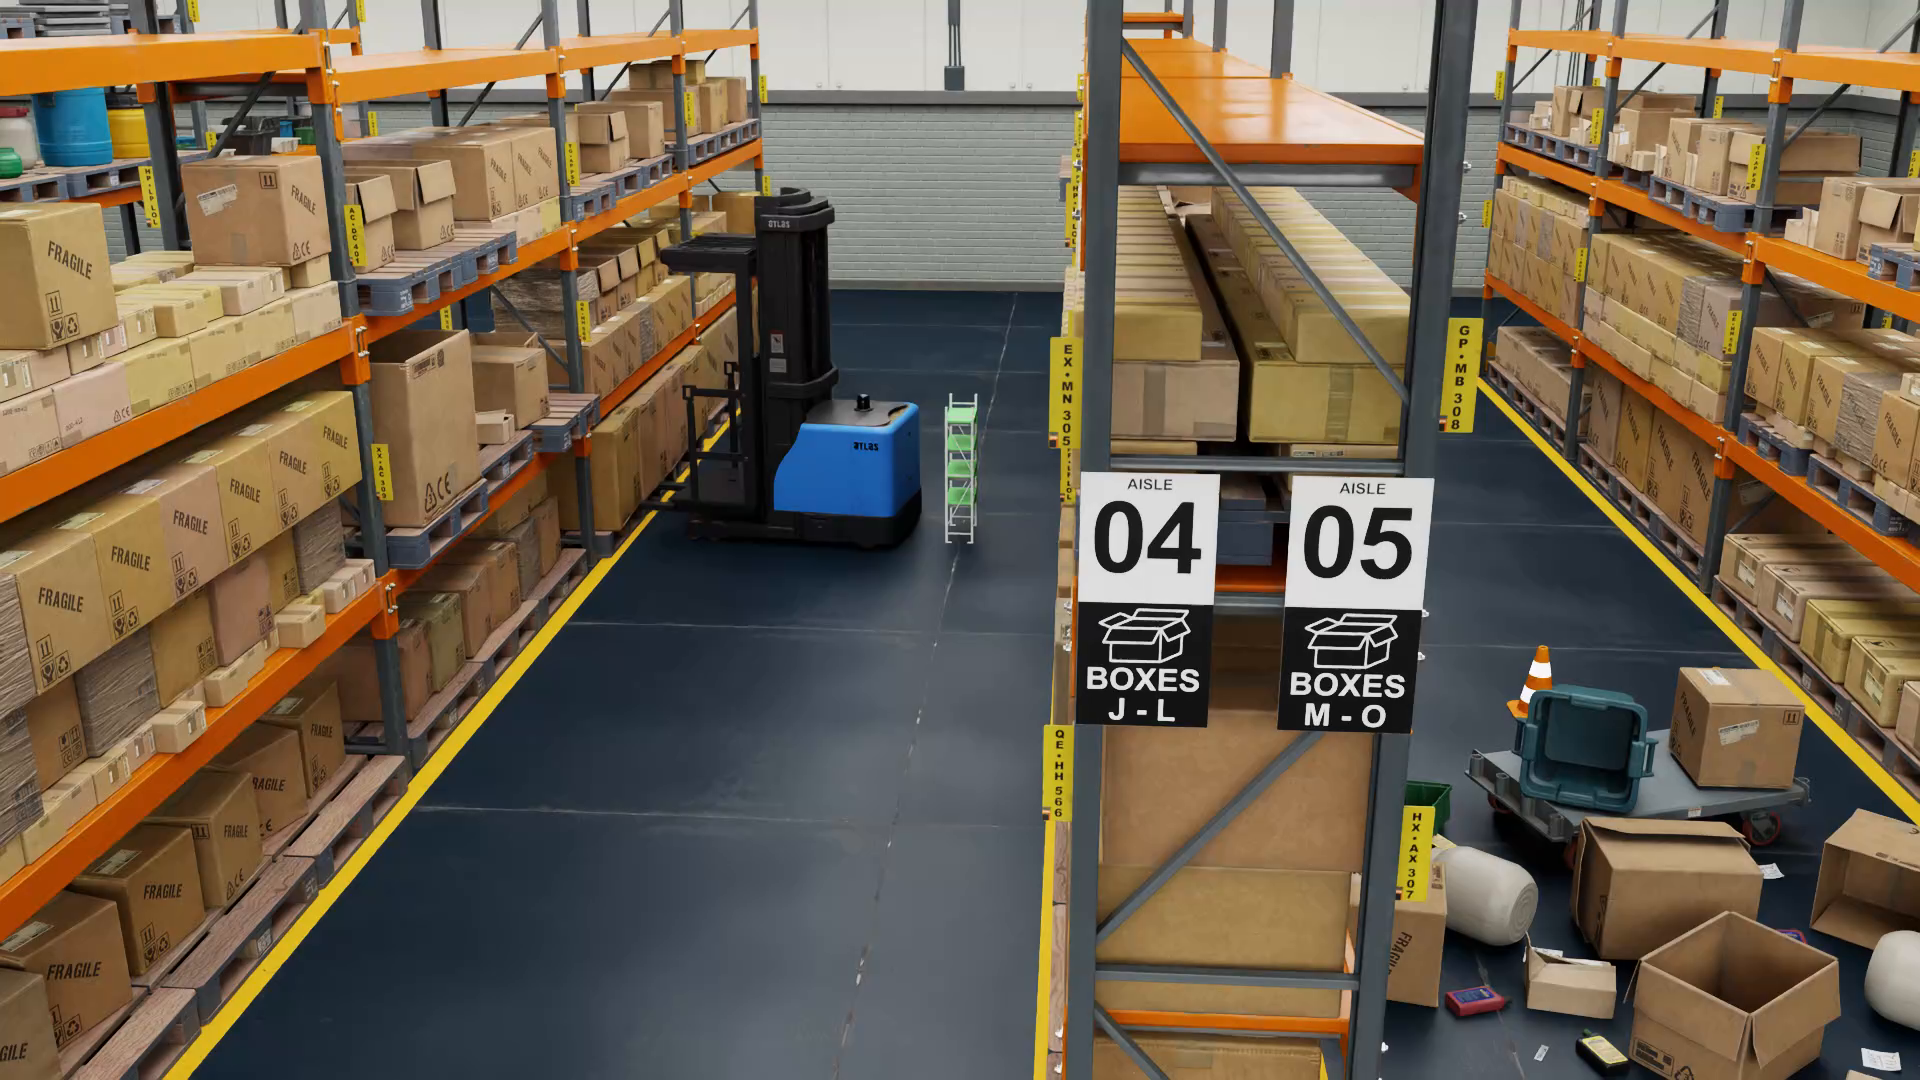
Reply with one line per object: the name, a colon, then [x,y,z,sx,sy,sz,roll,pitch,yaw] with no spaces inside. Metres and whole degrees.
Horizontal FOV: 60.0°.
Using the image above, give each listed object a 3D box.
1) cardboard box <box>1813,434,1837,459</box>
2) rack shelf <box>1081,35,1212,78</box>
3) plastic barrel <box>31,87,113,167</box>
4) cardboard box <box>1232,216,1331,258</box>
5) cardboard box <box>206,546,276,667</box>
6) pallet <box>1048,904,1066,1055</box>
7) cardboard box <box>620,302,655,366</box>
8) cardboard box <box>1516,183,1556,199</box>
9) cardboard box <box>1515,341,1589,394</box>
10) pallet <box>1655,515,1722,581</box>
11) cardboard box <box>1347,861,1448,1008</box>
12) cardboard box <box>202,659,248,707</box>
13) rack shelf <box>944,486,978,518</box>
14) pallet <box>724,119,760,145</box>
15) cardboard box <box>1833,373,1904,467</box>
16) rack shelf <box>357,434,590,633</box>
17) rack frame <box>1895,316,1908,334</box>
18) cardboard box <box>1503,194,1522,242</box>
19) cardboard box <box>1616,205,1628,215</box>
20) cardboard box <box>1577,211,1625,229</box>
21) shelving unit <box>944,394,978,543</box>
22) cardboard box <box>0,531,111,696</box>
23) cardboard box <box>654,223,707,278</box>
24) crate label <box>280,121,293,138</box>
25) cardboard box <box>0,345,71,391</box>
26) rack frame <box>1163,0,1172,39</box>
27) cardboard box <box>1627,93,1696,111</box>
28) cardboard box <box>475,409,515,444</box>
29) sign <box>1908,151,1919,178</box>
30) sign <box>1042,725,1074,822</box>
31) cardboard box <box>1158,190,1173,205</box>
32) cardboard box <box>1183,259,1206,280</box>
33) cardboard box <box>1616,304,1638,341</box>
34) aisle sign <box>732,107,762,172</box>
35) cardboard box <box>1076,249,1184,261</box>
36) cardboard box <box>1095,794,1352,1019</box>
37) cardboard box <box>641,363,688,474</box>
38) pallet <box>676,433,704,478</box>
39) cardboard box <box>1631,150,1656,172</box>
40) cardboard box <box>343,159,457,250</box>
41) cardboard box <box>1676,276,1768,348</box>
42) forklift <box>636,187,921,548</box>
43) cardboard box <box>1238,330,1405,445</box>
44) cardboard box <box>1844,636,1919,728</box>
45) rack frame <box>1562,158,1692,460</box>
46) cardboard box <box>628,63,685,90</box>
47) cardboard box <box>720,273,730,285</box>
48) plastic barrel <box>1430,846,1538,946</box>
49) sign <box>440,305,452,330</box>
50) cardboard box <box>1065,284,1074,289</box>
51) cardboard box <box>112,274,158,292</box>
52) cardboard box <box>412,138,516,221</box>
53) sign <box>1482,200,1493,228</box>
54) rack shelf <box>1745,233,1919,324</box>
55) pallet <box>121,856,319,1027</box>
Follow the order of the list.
cardboard box: [6.058,-0.652,11.326,0.380,0.149,0.250,2,18,7]
rack shelf: [1.565,-4.021,14.040,1.077,0.370,4.000,1,18,4]
plastic barrel: [-8.142,-3.905,15.228,0.600,0.901,0.708,1,18,4]
cardboard box: [1.335,-1.258,6.915,0.380,0.149,0.250,1,18,3]
cardboard box: [-3.906,0.281,8.110,0.875,0.500,0.500,1,18,4]
pallet: [0.917,2.101,7.672,1.003,0.211,1.213,1,18,4]
cardboard box: [-3.107,-1.890,15.213,0.500,0.500,0.500,1,18,4]
cardboard box: [6.556,-3.970,18.913,0.380,0.149,0.250,1,18,2]
cardboard box: [6.935,-1.977,19.079,0.875,0.438,0.875,2,18,5]
pallet: [6.498,0.080,13.839,1.003,0.211,1.213,1,18,4]
cardboard box: [2.047,1.853,7.960,0.500,0.500,0.500,4,19,13]
cardboard box: [-3.650,0.678,7.941,0.380,0.149,0.250,1,18,4]
rack shelf: [0.012,-0.333,14.488,0.258,0.148,0.480,1,18,4]
pallet: [-2.988,-4.860,19.763,1.003,0.211,1.213,1,18,4]
cardboard box: [5.998,-0.773,10.653,0.500,0.500,0.500,1,18,2]
rack shelf: [-3.662,-0.260,11.554,1.077,0.370,4.000,1,18,4]
rack frame: [11.891,-3.377,19.911,1.000,3.000,0.127,1,18,4]
cardboard box: [6.591,-3.706,19.148,0.500,0.500,0.500,1,18,2]
cardboard box: [6.913,-3.327,16.953,0.380,0.149,0.250,1,18,3]
cardboard box: [6.357,-3.178,16.495,0.380,0.149,0.250,1,18,3]
shelving unit: [0.012,-0.622,14.393,0.258,1.200,0.503,1,18,4]
cardboard box: [-3.738,0.278,6.514,0.500,0.500,0.500,1,18,4]
cardboard box: [-2.942,-3.035,17.426,0.500,0.500,0.500,1,18,4]
crate label: [-8.274,-4.893,19.962,0.408,0.251,0.502,1,18,4]
cardboard box: [-3.719,-0.680,6.465,0.380,0.149,0.250,1,18,4]
rack frame: [1.995,-6.416,19.553,1.000,3.000,0.127,1,18,4]
cardboard box: [6.904,-4.142,16.434,0.500,0.500,0.500,2,18,5]
cardboard box: [-3.369,-0.835,11.694,0.396,0.266,0.258,1,18,2]
sign: [6.907,-2.660,12.076,0.100,0.325,0.005,1,18,4]
sign: [0.308,0.725,5.154,0.100,0.325,0.005,1,18,4]
cardboard box: [1.041,-2.018,10.255,0.500,0.311,0.500,1,18,2]
cardboard box: [0.714,-0.965,6.661,0.500,0.250,0.500,1,18,4]
cardboard box: [6.268,-1.961,15.029,0.500,0.250,0.500,2,18,5]
aisle sign: [-2.641,-4.959,20.563,0.394,0.787,0.004,1,18,4]
cardboard box: [0.608,-0.955,5.992,0.380,0.149,0.250,1,18,4]
cardboard box: [0.829,1.216,5.653,0.875,0.550,0.550,1,18,4]
cardboard box: [-3.321,-1.178,15.940,1.225,0.875,0.875,1,18,2]
pallet: [-3.212,-0.899,16.827,1.003,0.211,1.213,1,18,4]
cardboard box: [6.213,-3.373,14.782,0.380,0.166,0.250,0,18,0]
cardboard box: [-3.606,-2.091,10.330,0.797,0.503,0.637,2,18,6]
cardboard box: [6.171,-1.850,13.486,0.500,0.500,0.500,2,18,5]
forklift: [-1.919,-1.542,14.421,3.031,2.935,1.130,4,19,12]
cardboard box: [1.139,-0.483,5.190,0.500,0.250,0.500,1,18,4]
cardboard box: [6.162,0.904,10.394,0.950,0.372,0.625,2,18,7]
rack frame: [6.653,-2.244,16.454,1.000,3.000,0.127,1,18,4]
cardboard box: [-3.158,-4.834,17.340,0.500,0.250,0.500,0,18,0]
cardboard box: [-2.865,-2.991,18.496,0.500,0.250,0.500,2,18,5]
plastic barrel: [2.583,1.772,8.334,0.512,0.421,0.421,17,25,41]
sign: [-4.072,-1.784,13.192,0.100,0.325,0.005,1,18,4]
cardboard box: [1.148,-2.251,15.248,0.380,0.149,0.250,1,18,3]
cardboard box: [-4.102,-1.185,8.005,0.380,0.149,0.250,2,18,6]
cardboard box: [-3.380,-2.467,11.353,0.500,0.500,0.500,2,18,5]
sign: [6.386,-3.950,20.142,0.100,0.325,0.005,1,18,4]
rack shelf: [6.223,-1.464,10.412,1.077,0.370,4.000,1,18,4]
pallet: [-3.903,1.934,8.182,1.003,0.211,1.213,1,18,4]
